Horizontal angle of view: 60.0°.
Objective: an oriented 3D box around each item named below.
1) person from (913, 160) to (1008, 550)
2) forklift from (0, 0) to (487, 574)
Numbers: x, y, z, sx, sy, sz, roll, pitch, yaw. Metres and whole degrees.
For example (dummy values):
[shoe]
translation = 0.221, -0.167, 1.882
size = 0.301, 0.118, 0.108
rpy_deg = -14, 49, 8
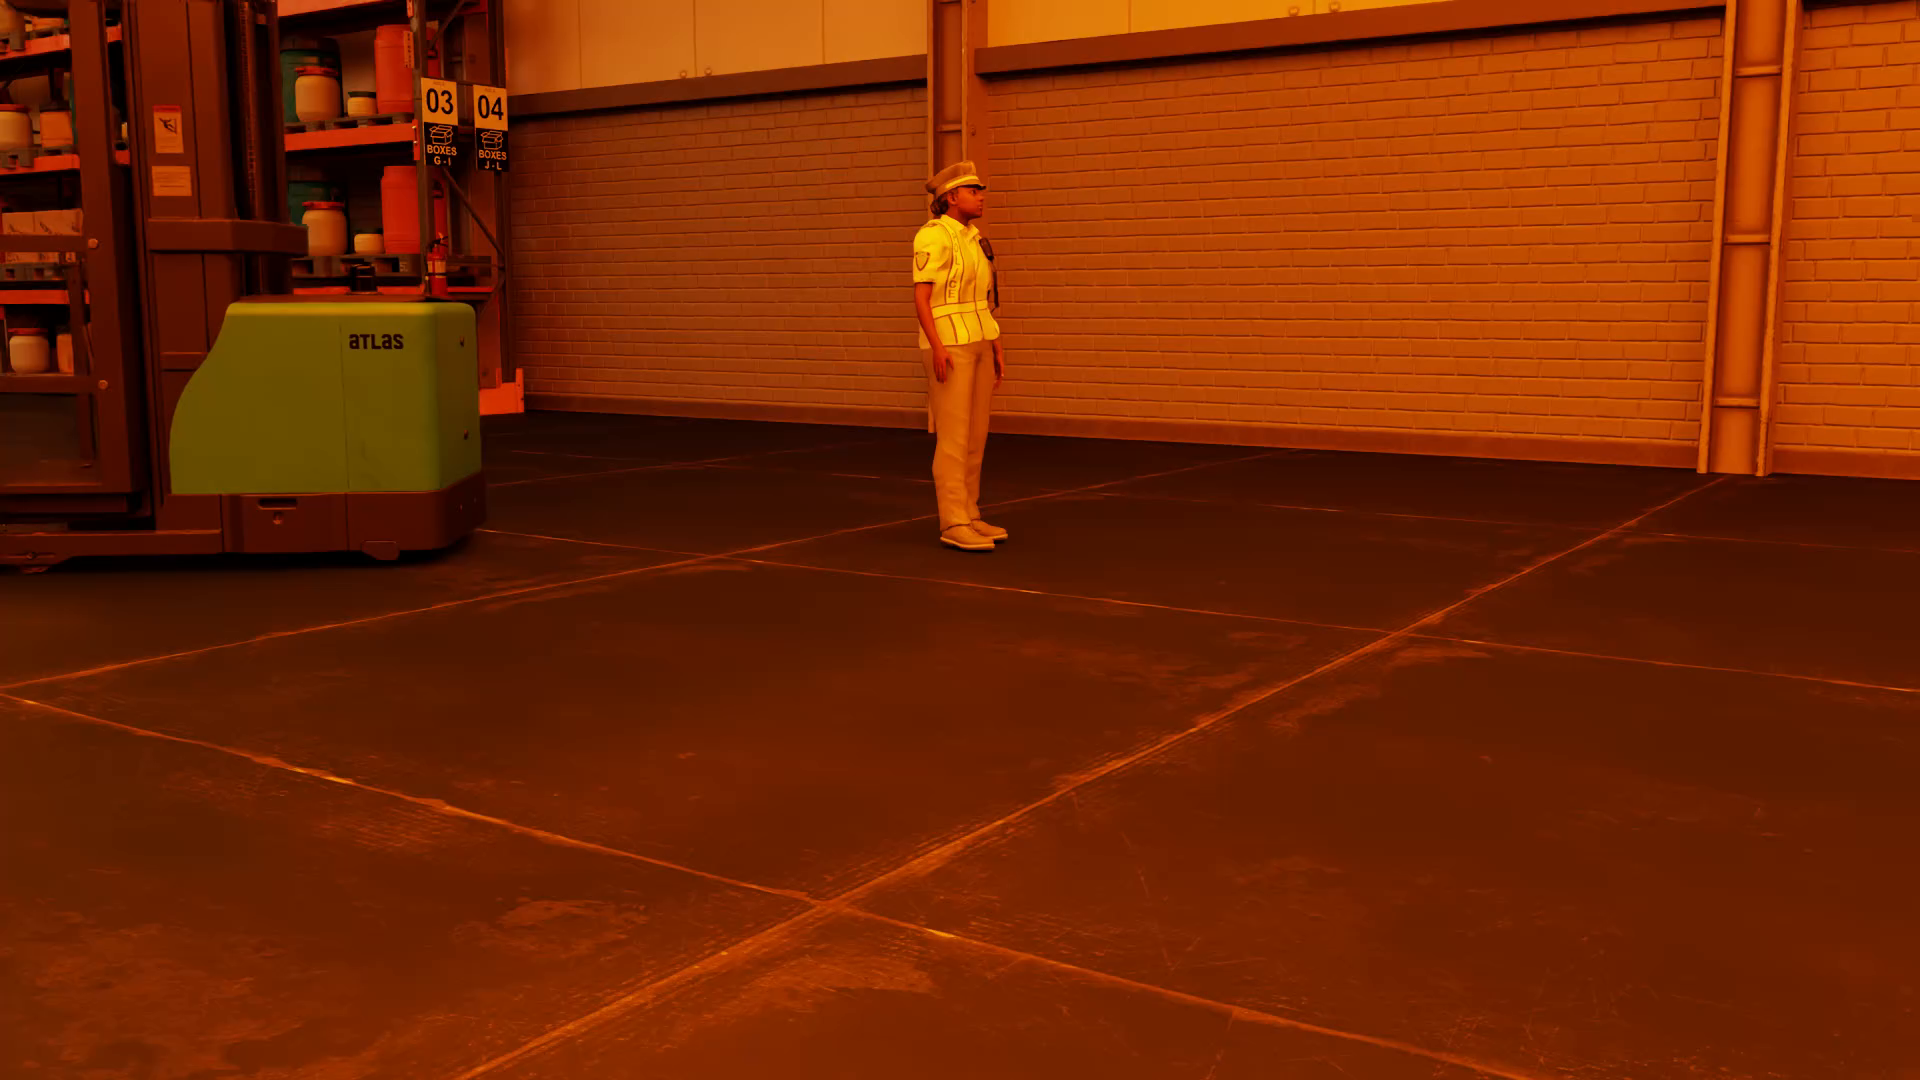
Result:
[person]
translation = 0.051, -0.838, 7.426
size = 0.530, 1.695, 0.570
rpy_deg = 5, 10, 34
[forklift]
translation = -3.670, -1.392, 6.983
size = 3.031, 2.935, 1.130
rpy_deg = -1, 8, -5
